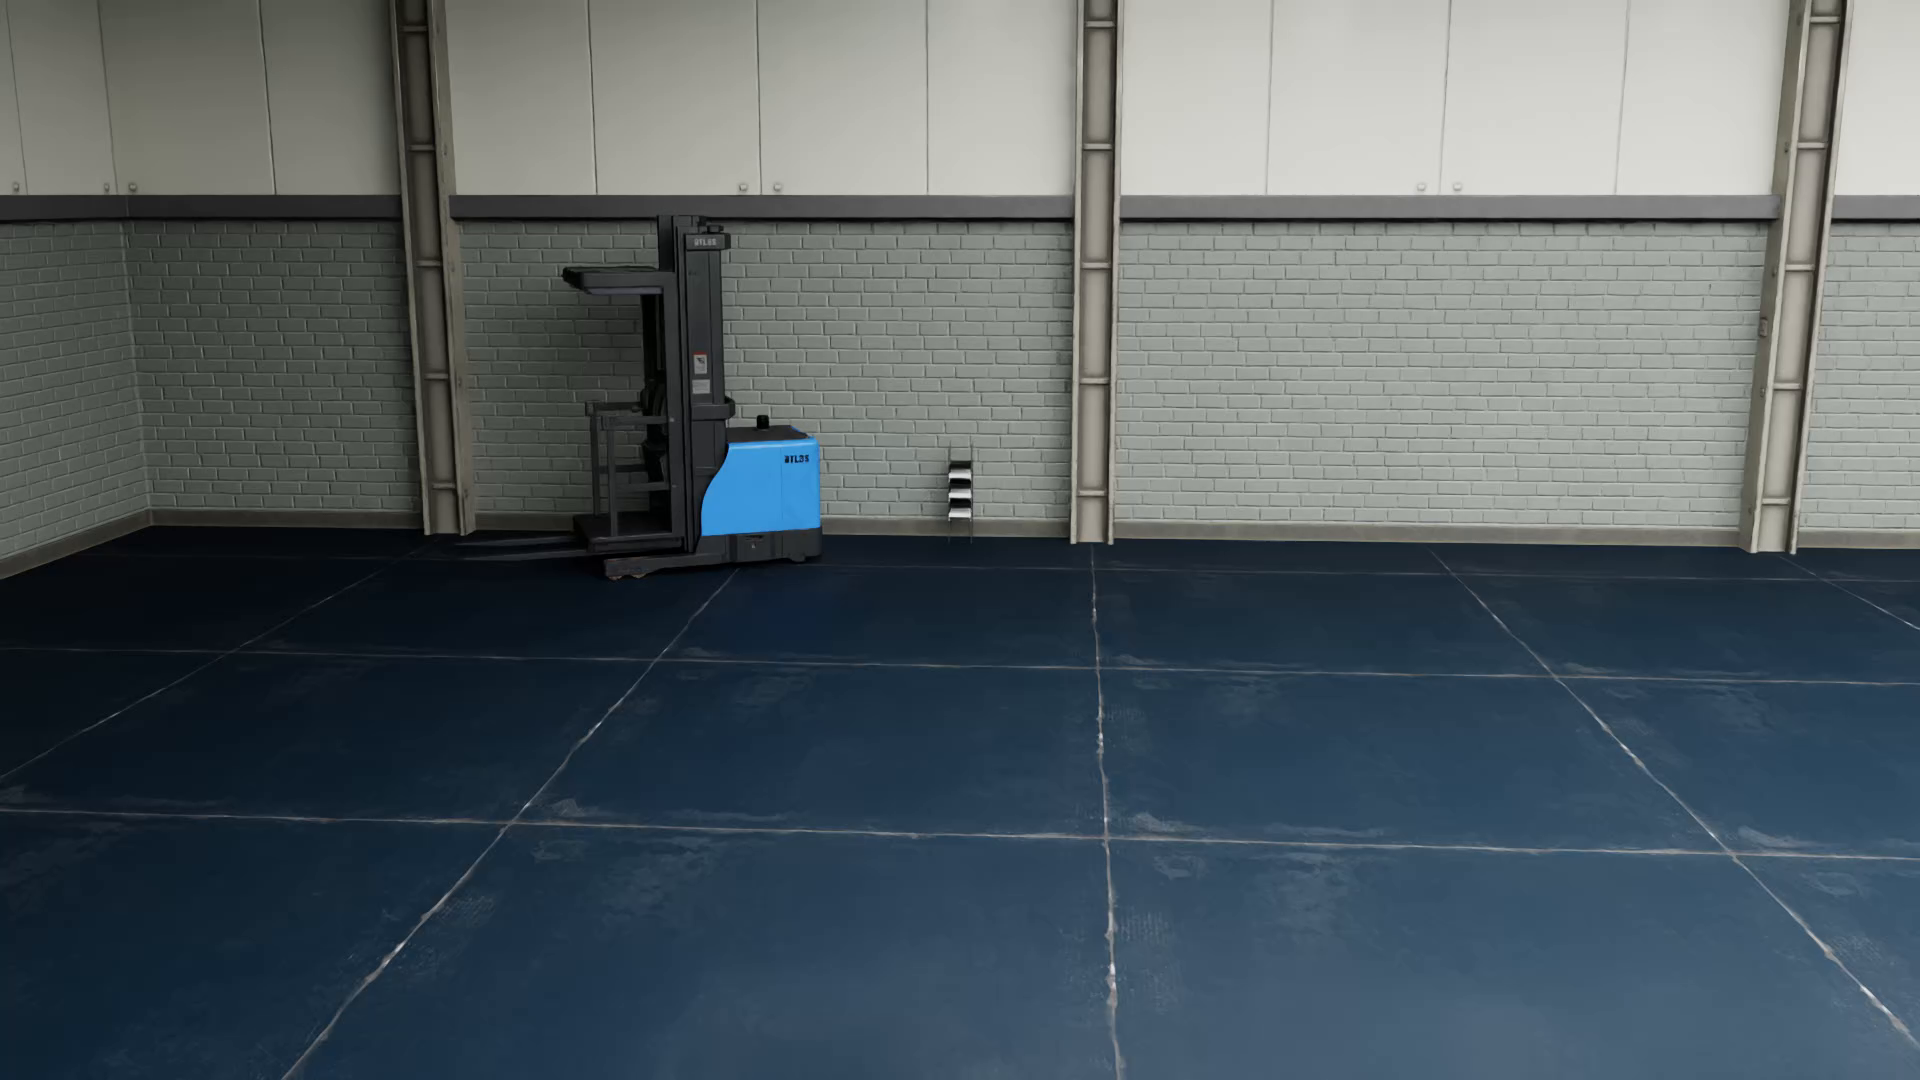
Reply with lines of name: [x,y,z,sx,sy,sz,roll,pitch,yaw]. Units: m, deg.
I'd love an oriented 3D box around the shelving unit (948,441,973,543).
shelving unit: [0.008,-0.440,15.157,0.210,0.900,0.258,1,12,4]

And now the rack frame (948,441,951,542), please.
rack frame: [-0.093,-0.442,15.164,0.006,0.900,0.240,1,12,4]

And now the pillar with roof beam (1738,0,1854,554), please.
pillar with roof beam: [6.903,-3.437,9.705,0.400,9.000,9.100,1,12,4]

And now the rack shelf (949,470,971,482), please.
rack shelf: [0.008,-0.584,15.127,0.200,0.077,0.258,1,12,4]

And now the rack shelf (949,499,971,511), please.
rack shelf: [0.008,-0.320,15.183,0.200,0.077,0.258,1,12,4]

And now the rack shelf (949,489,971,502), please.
rack shelf: [0.008,-0.408,15.164,0.200,0.077,0.258,1,12,4]

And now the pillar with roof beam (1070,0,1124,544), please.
pillar with roof beam: [0.916,-3.520,10.097,0.400,9.000,9.100,1,12,4]

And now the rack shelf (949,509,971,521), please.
rack shelf: [0.008,-0.232,15.201,0.200,0.077,0.258,1,12,4]

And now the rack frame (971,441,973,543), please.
rack frame: [0.110,-0.439,15.151,0.006,0.900,0.240,1,12,4]

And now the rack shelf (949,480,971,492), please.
rack shelf: [0.008,-0.496,15.146,0.200,0.077,0.258,1,12,4]

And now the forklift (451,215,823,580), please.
forklift: [-2.758,-1.230,13.970,3.031,2.935,1.130,-4,13,-20]

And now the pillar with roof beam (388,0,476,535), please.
pillar with roof beam: [-5.070,-3.602,10.490,0.400,9.000,9.100,1,12,4]

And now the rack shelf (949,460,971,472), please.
rack shelf: [0.008,-0.672,15.109,0.200,0.077,0.258,1,12,4]
